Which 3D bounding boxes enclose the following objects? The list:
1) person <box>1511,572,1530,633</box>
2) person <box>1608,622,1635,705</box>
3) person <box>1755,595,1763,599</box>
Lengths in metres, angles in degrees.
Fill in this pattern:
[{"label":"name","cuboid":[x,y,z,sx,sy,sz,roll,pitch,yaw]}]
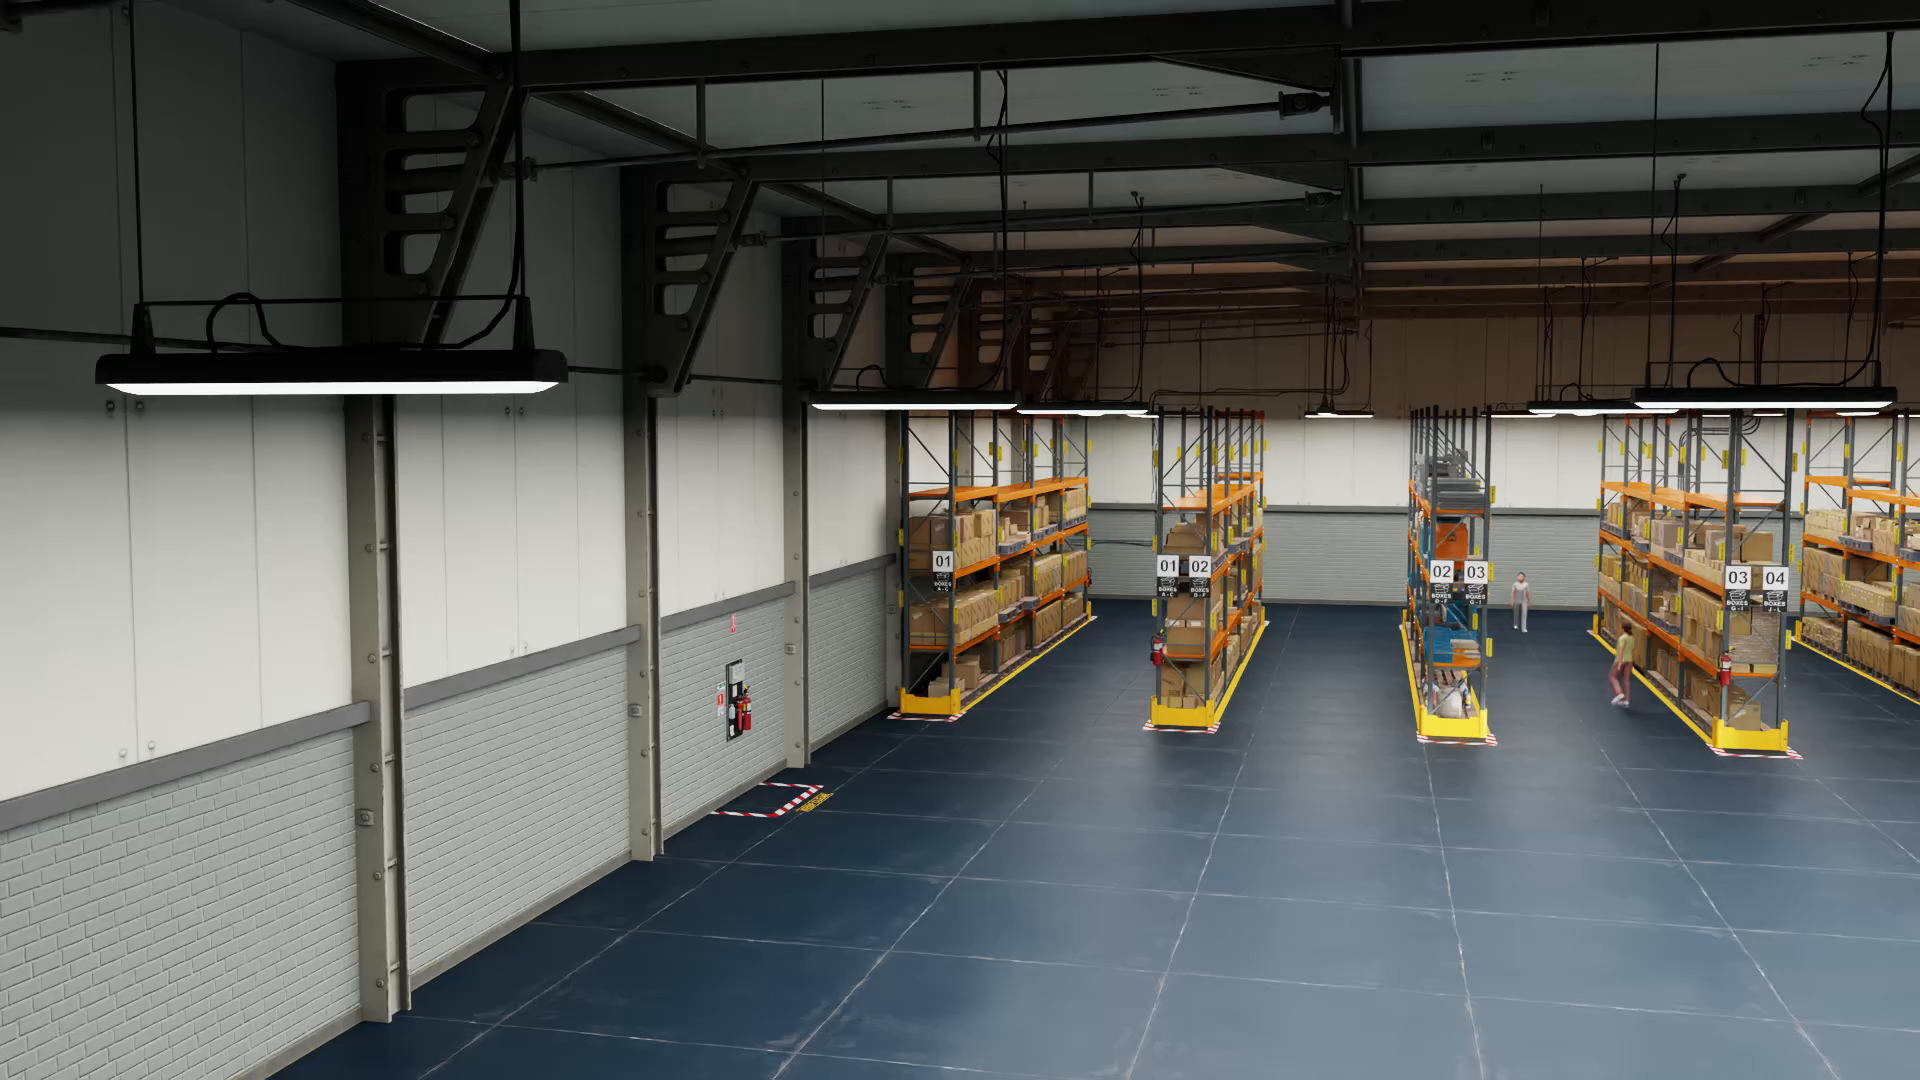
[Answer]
[{"label":"person","cuboid":[15.174,1.678,45.011,0.525,1.611,1.066,1,4,11]},{"label":"person","cuboid":[13.331,2.473,33.414,0.504,1.653,0.447,0,4,-6]},{"label":"person","cuboid":[22.118,1.576,45.638,0.635,1.743,1.043,3,5,35]}]
